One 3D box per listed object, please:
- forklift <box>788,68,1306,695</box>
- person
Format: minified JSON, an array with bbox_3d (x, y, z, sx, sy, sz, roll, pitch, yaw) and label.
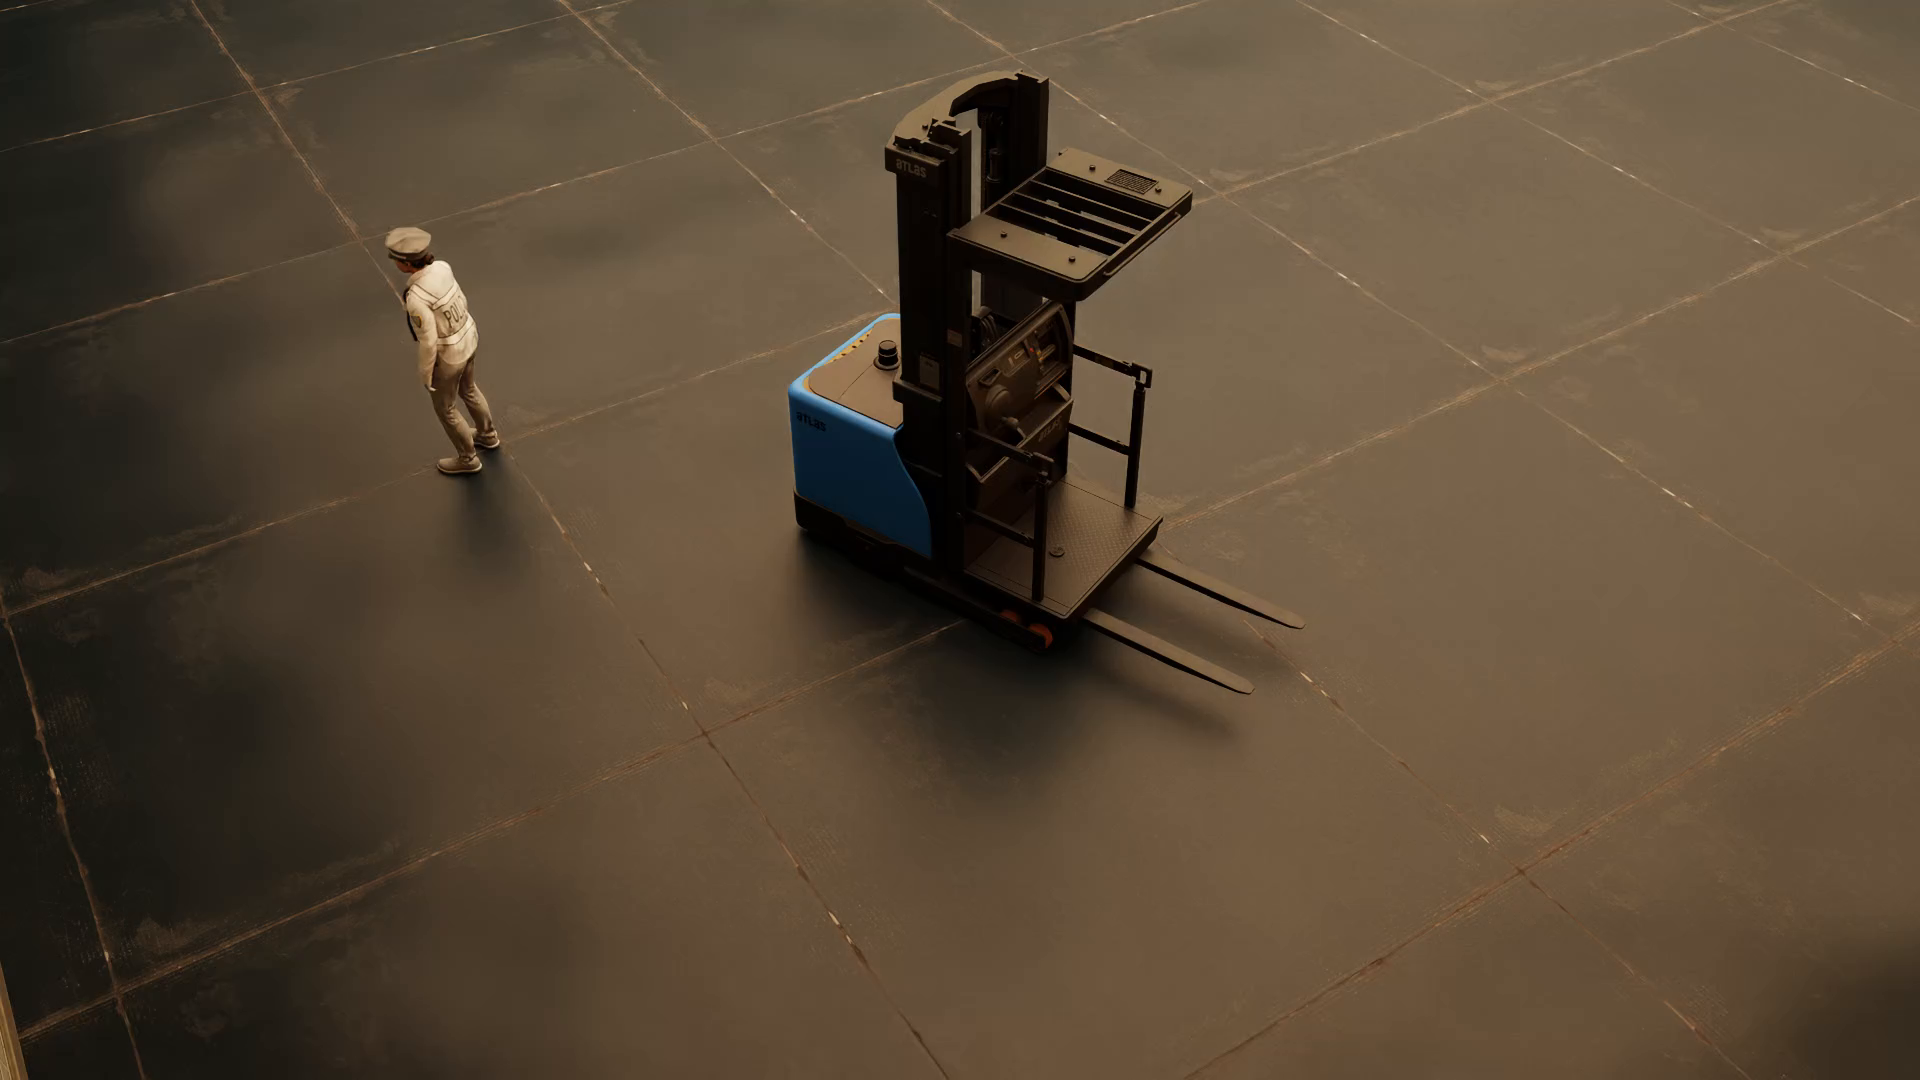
[{"bbox_3d":[0.496,-0.872,8.869,3.031,2.935,1.130,25,47,26],"label":"forklift"},{"bbox_3d":[-3.138,-1.140,10.139,0.374,1.664,0.547,8,42,9],"label":"person"}]
